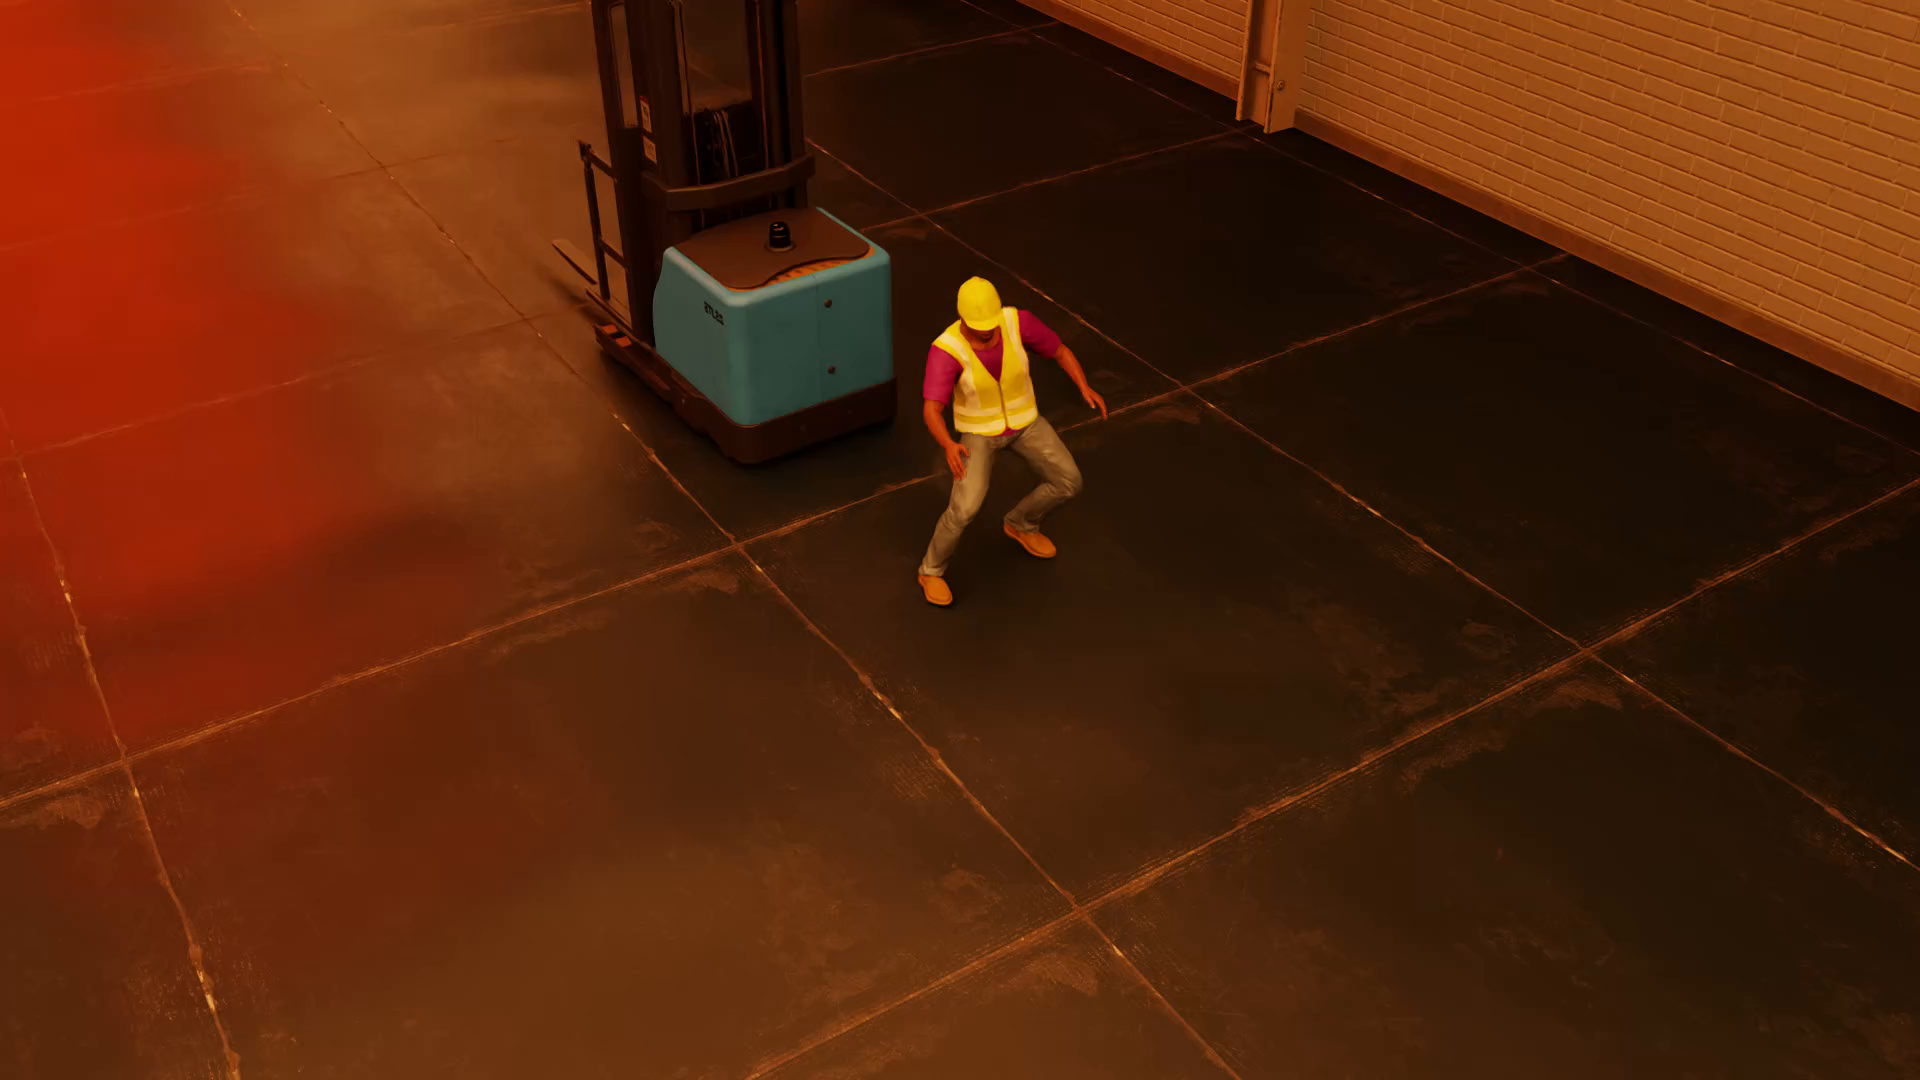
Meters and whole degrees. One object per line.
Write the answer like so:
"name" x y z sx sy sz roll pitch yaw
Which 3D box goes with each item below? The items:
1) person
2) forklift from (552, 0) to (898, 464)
"person" 0.225 -0.502 8.039 0.933 1.585 0.763 -12 37 -17
"forklift" -1.611 -2.423 9.595 1.130 2.935 3.031 -22 40 -28
